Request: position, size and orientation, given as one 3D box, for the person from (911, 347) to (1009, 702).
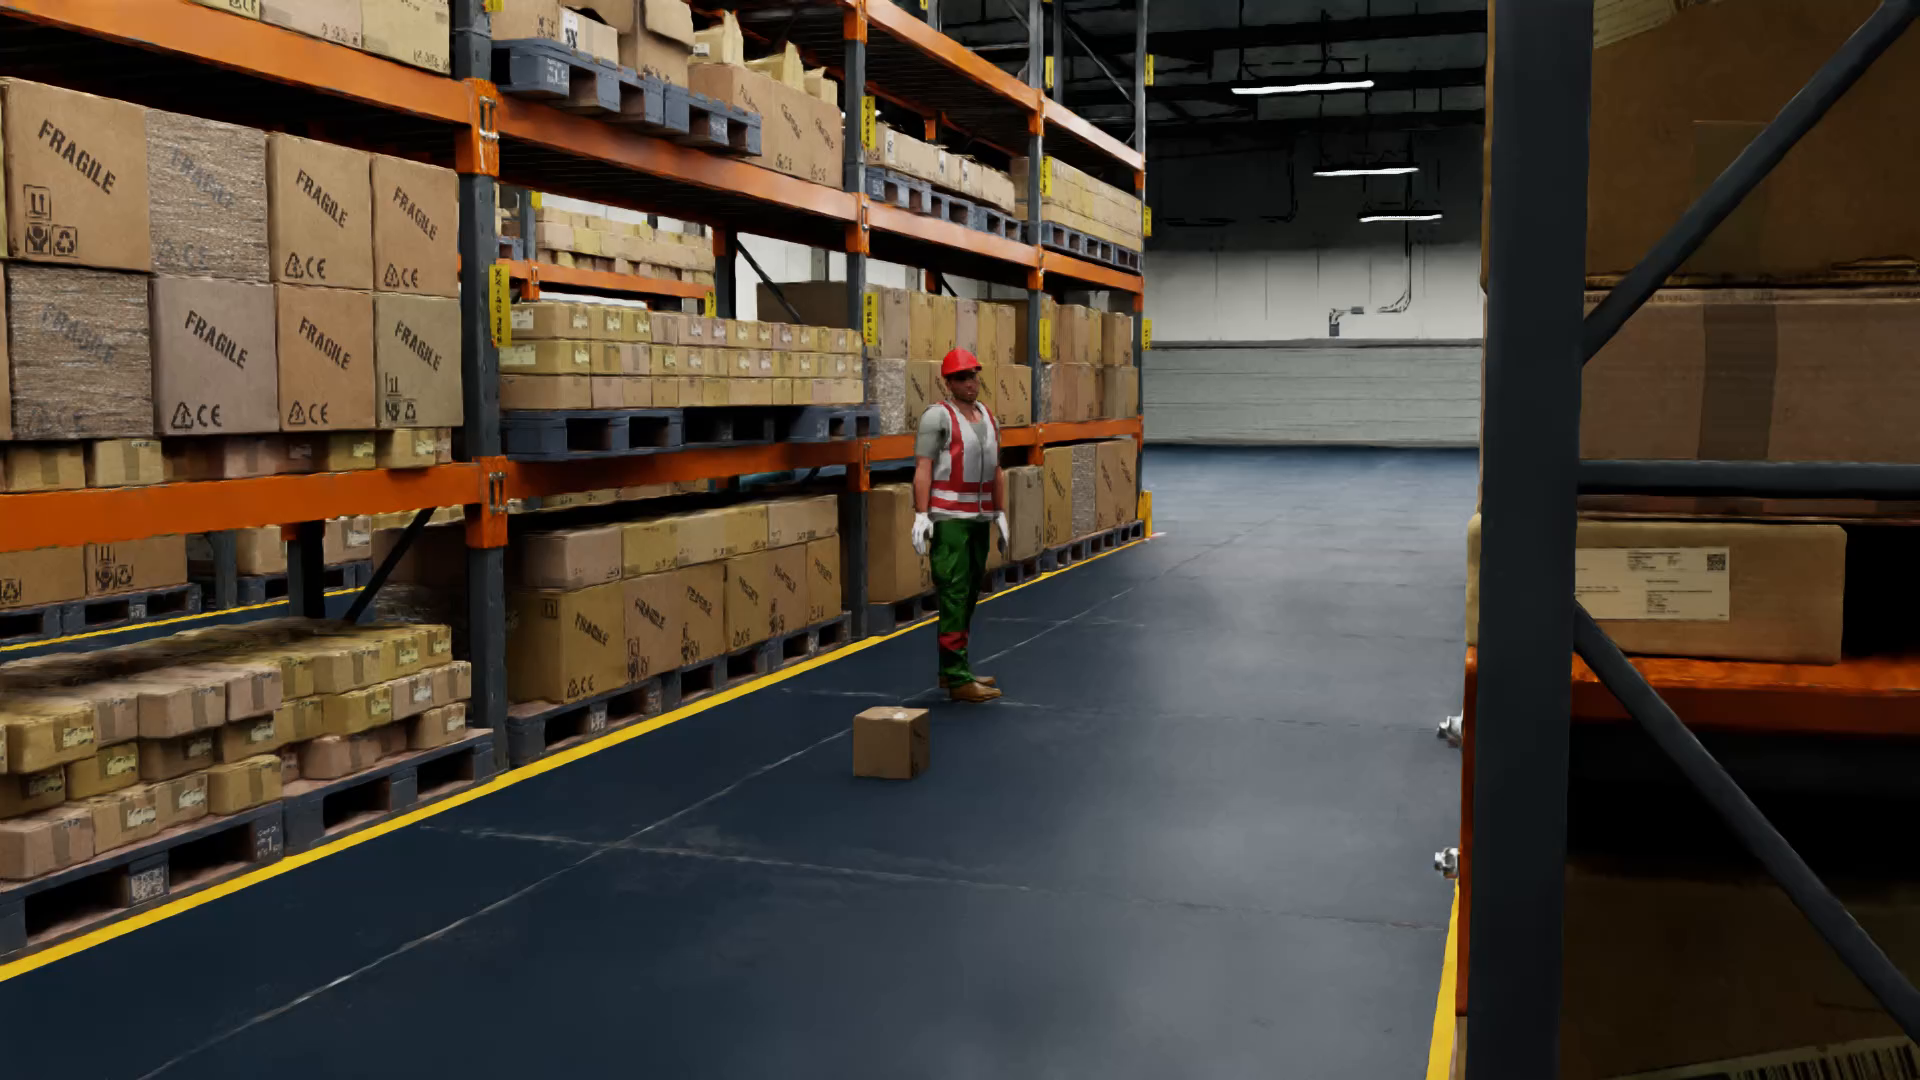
[{"bbox_3d":[0.034,-0.083,8.456,0.583,1.786,0.676,4,7,40],"label":"person"}]
